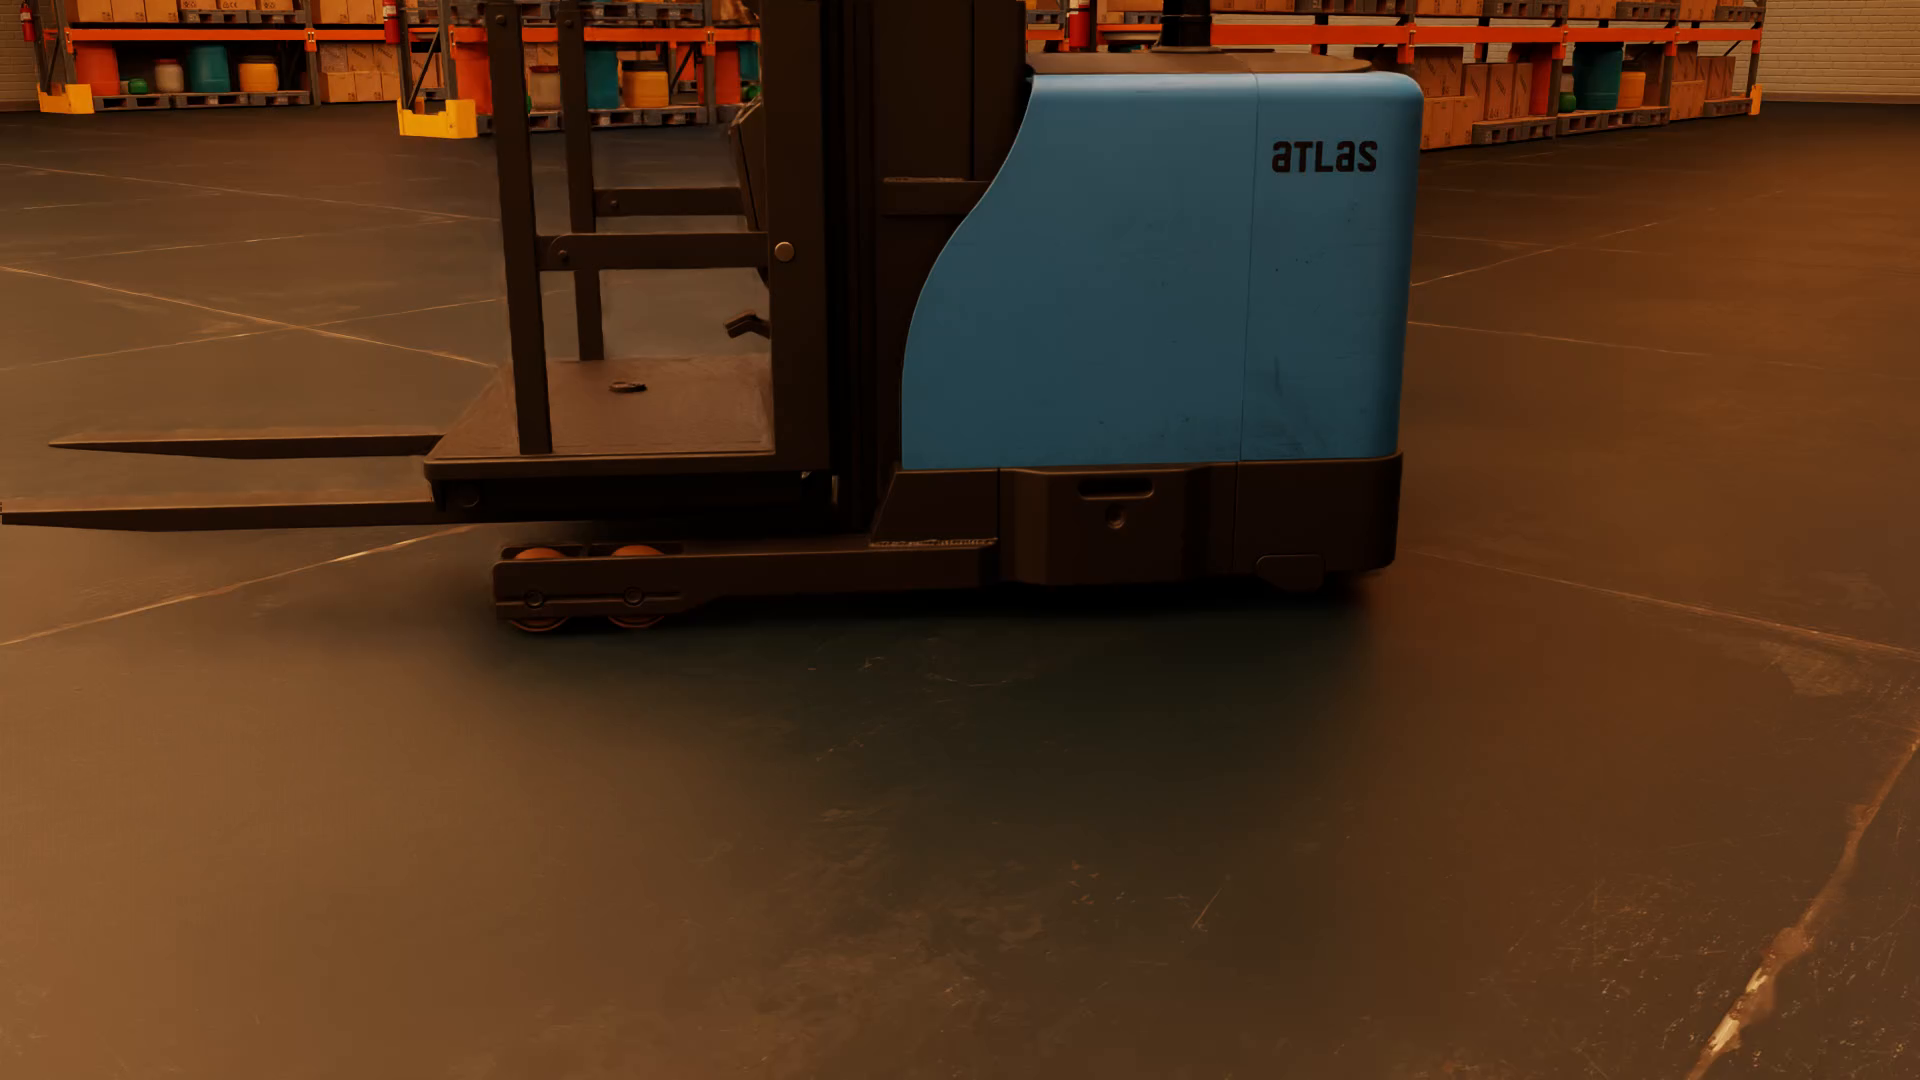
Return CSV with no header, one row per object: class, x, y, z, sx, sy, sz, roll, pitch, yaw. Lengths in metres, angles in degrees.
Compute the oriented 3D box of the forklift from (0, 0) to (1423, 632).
forklift,-0.618,-1.379,3.439,3.031,2.935,1.130,-2,17,-5
